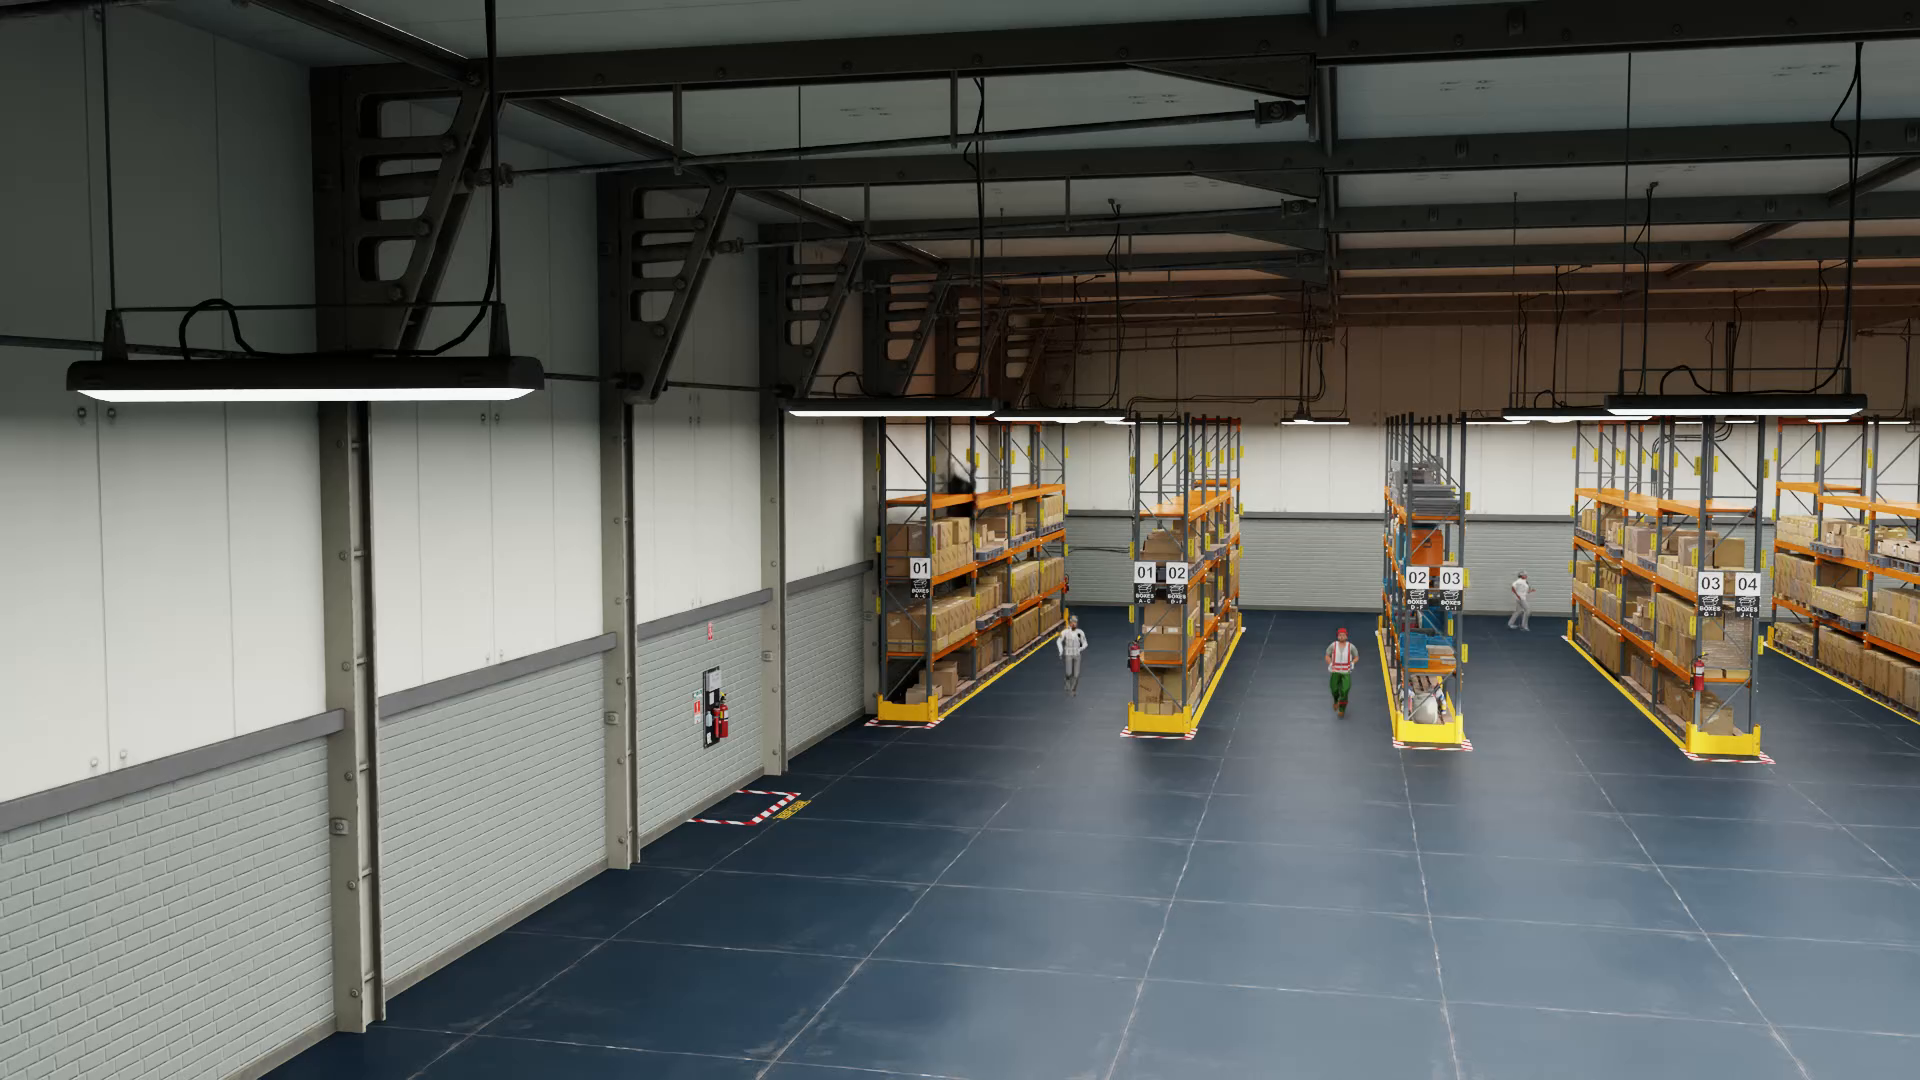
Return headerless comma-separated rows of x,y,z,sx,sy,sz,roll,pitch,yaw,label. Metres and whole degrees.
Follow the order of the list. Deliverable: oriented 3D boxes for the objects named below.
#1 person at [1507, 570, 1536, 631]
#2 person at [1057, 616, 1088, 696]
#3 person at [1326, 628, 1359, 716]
15.854,1.716,46.931,0.734,1.756,0.555,2,4,29,person
2.291,2.360,33.758,0.615,1.658,0.521,0,4,-2,person
7.566,2.621,32.971,0.652,1.738,0.613,1,4,16,person
